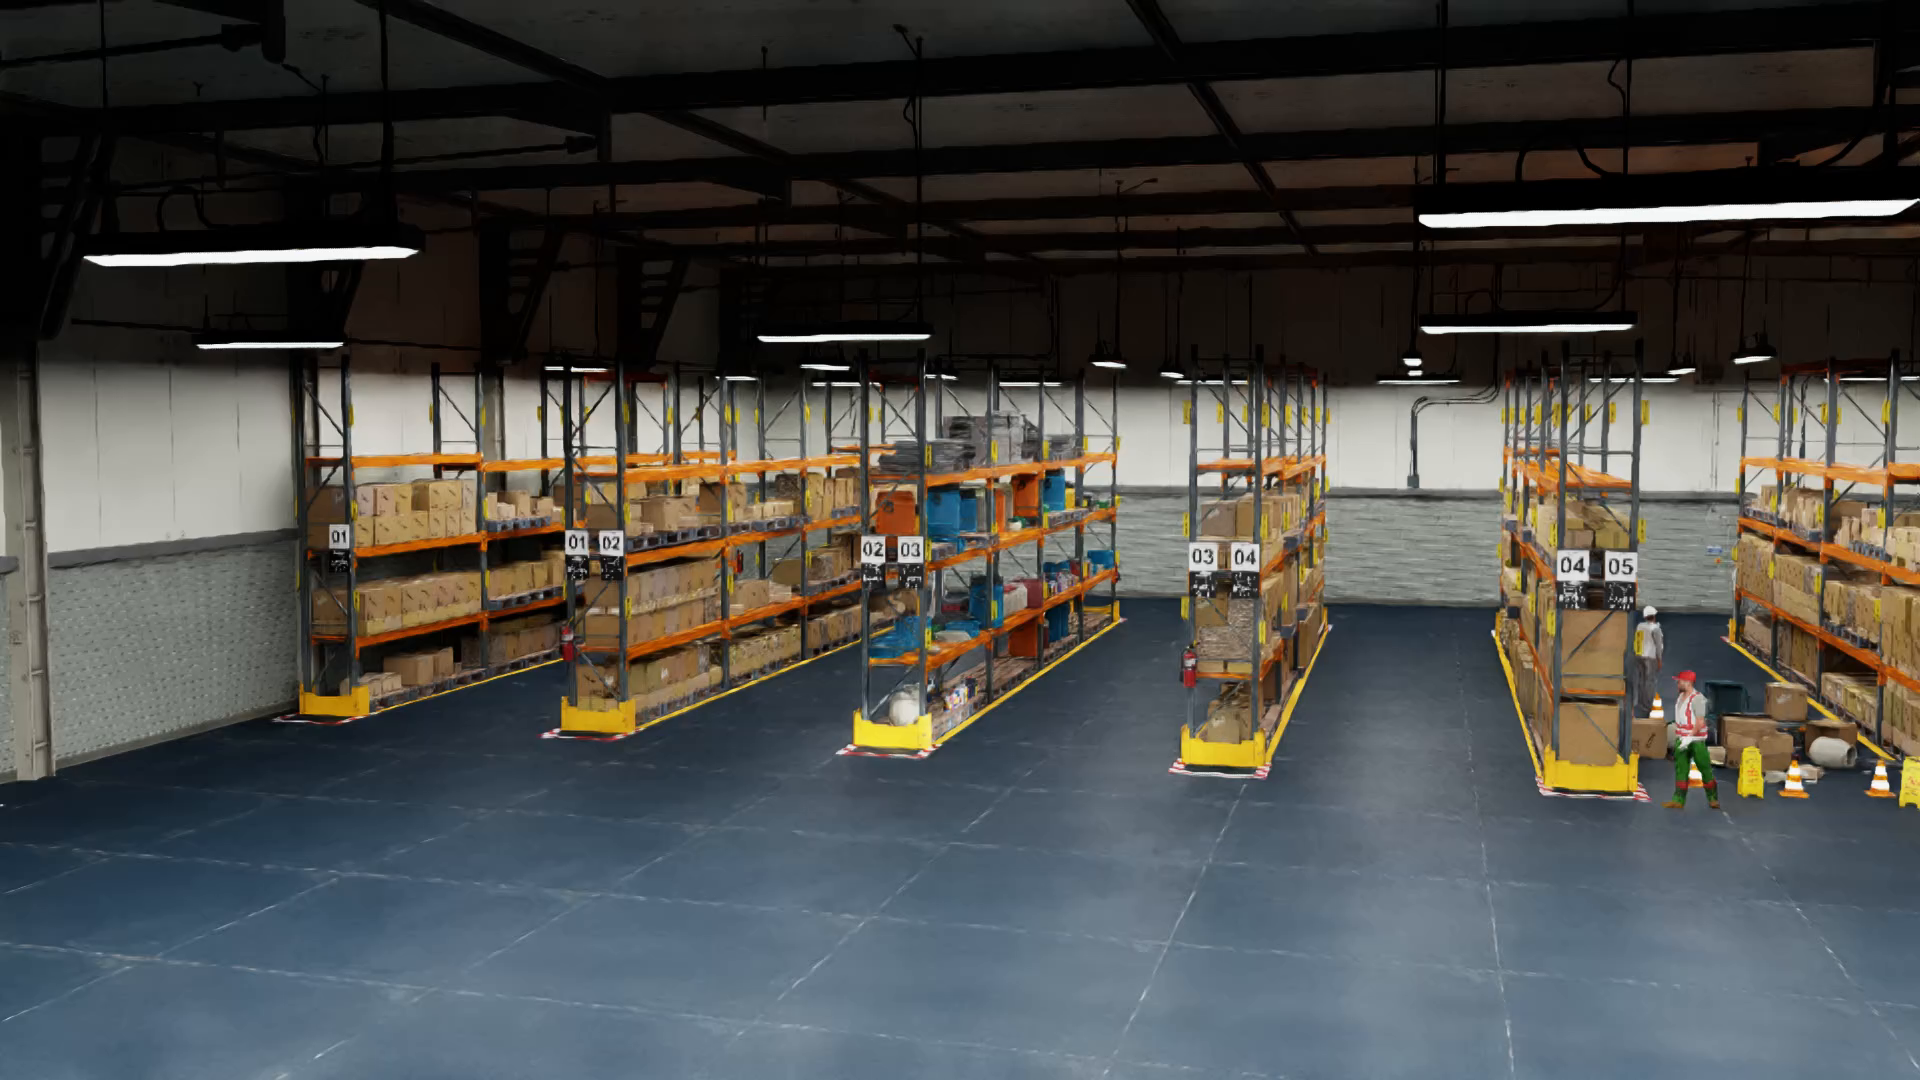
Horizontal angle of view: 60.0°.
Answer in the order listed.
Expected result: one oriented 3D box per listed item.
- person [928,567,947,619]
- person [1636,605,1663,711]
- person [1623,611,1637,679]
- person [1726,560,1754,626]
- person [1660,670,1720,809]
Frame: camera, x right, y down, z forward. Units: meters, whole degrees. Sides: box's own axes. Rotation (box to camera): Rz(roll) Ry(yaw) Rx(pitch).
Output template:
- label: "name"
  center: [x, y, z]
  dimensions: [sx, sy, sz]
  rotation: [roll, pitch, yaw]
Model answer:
- label: "person"
  center: [-0.500, 1.127, 39.729]
  dimensions: [0.546, 1.774, 0.751]
  rotation: [1, 4, 10]
- label: "person"
  center: [11.707, 1.989, 28.166]
  dimensions: [0.444, 1.775, 0.581]
  rotation: [-1, 4, -16]
- label: "person"
  center: [12.721, 1.785, 31.722]
  dimensions: [0.414, 1.666, 0.507]
  rotation: [-1, 4, -16]
- label: "person"
  center: [18.539, 1.219, 39.430]
  dimensions: [0.674, 1.659, 0.498]
  rotation: [-1, 4, -13]
- label: "person"
  center: [9.306, 2.537, 21.145]
  dimensions: [0.712, 1.786, 0.551]
  rotation: [-1, 4, -15]
